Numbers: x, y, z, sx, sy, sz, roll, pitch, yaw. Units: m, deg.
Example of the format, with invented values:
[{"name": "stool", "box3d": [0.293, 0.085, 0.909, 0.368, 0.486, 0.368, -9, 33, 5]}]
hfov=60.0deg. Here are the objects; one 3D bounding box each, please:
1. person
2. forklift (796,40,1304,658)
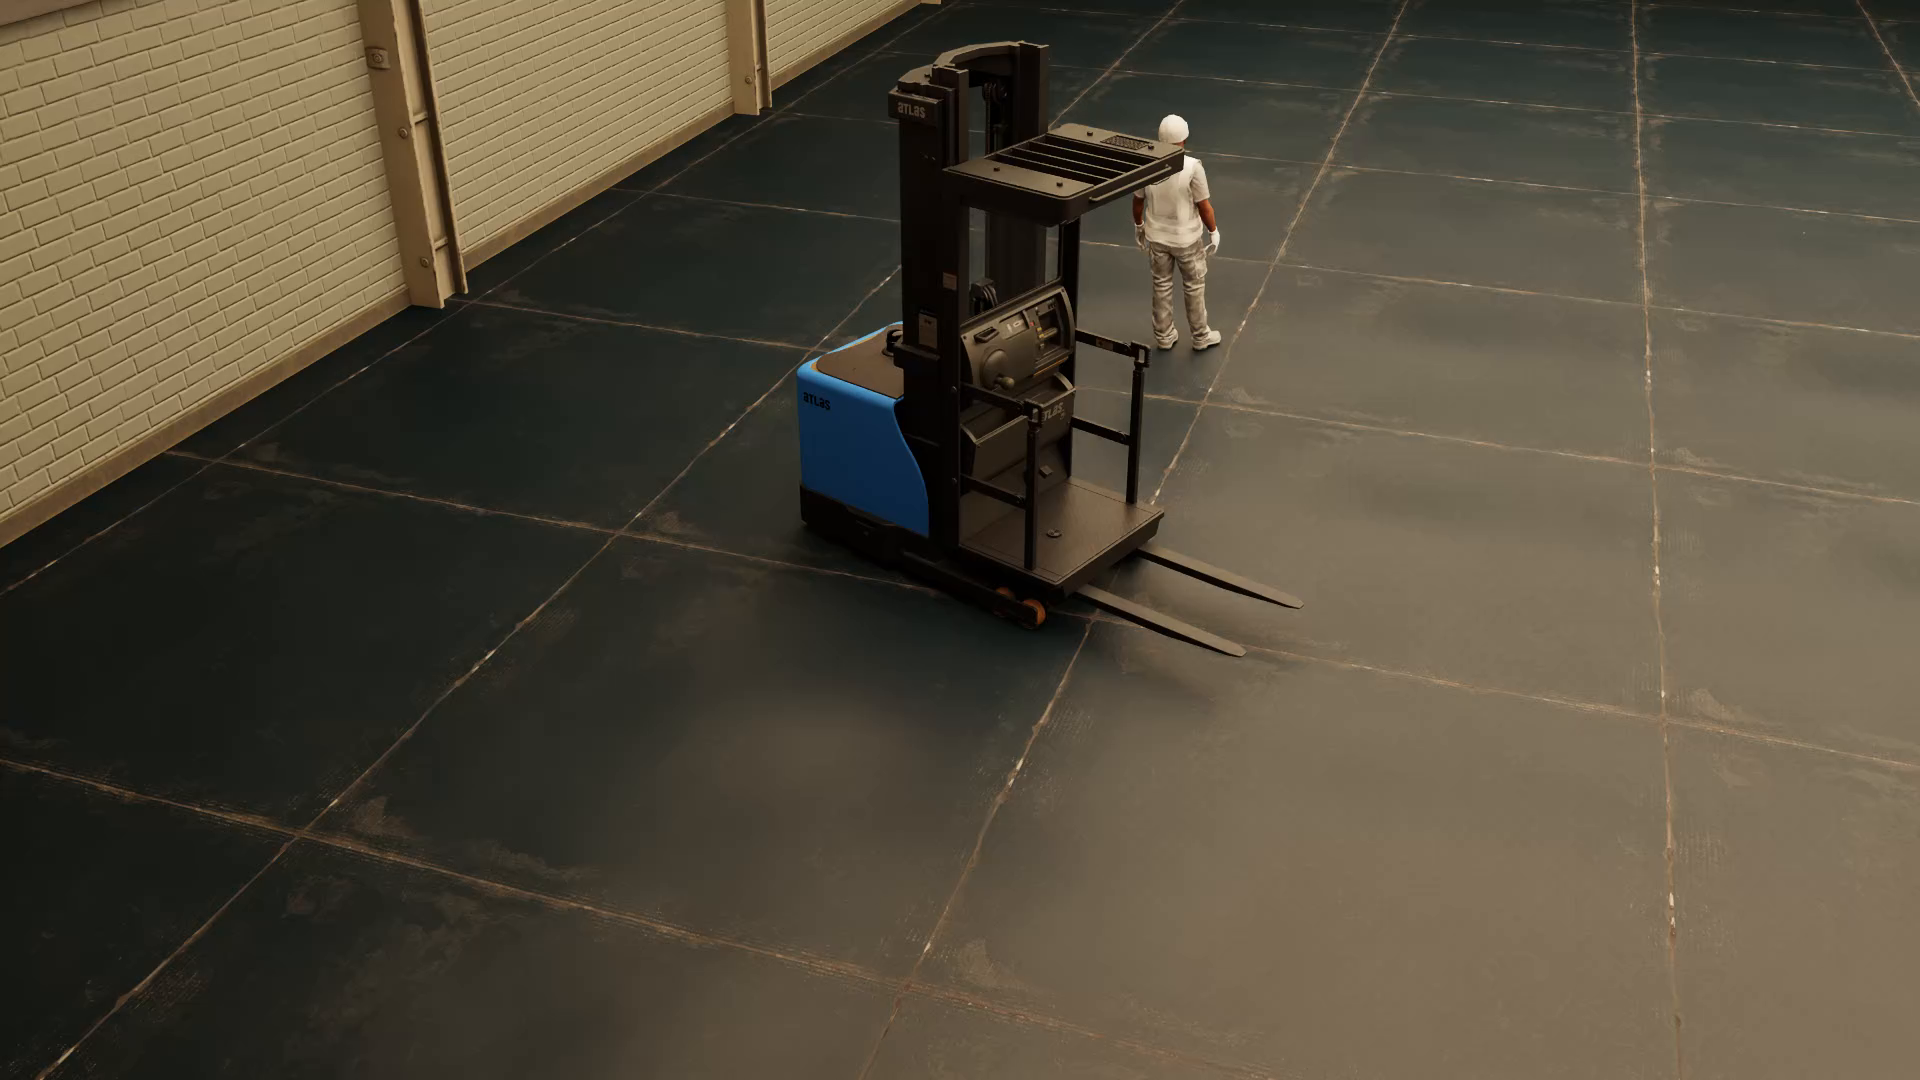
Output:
[{"name": "person", "box3d": [1.613, -2.270, 12.264, 0.656, 1.781, 0.577, 16, 33, 25]}, {"name": "forklift", "box3d": [0.488, -1.077, 9.025, 3.031, 2.935, 1.130, 22, 36, 33]}]
